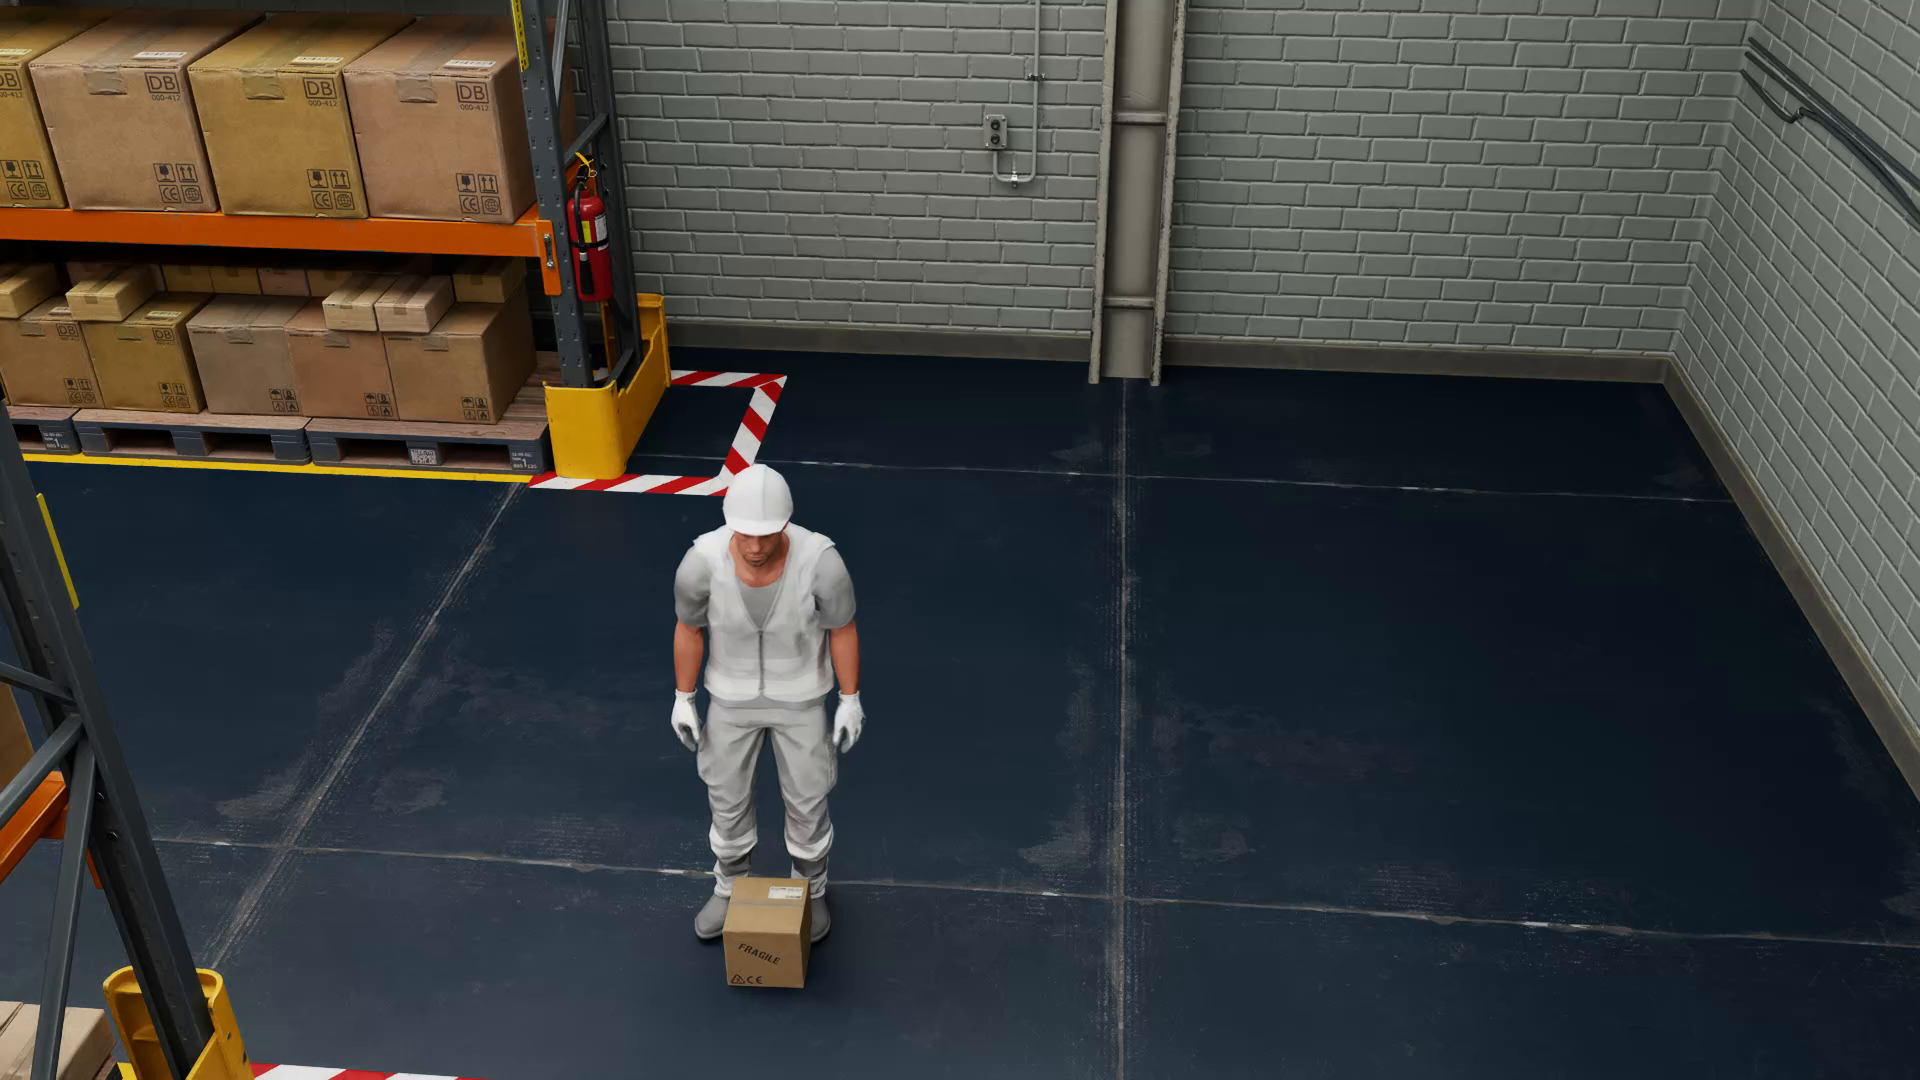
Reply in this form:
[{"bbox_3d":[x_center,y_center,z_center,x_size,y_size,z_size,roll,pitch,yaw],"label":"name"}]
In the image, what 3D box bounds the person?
[{"bbox_3d":[-0.608,0.524,5.272,0.617,1.778,0.453,1,32,1],"label":"person"}]
